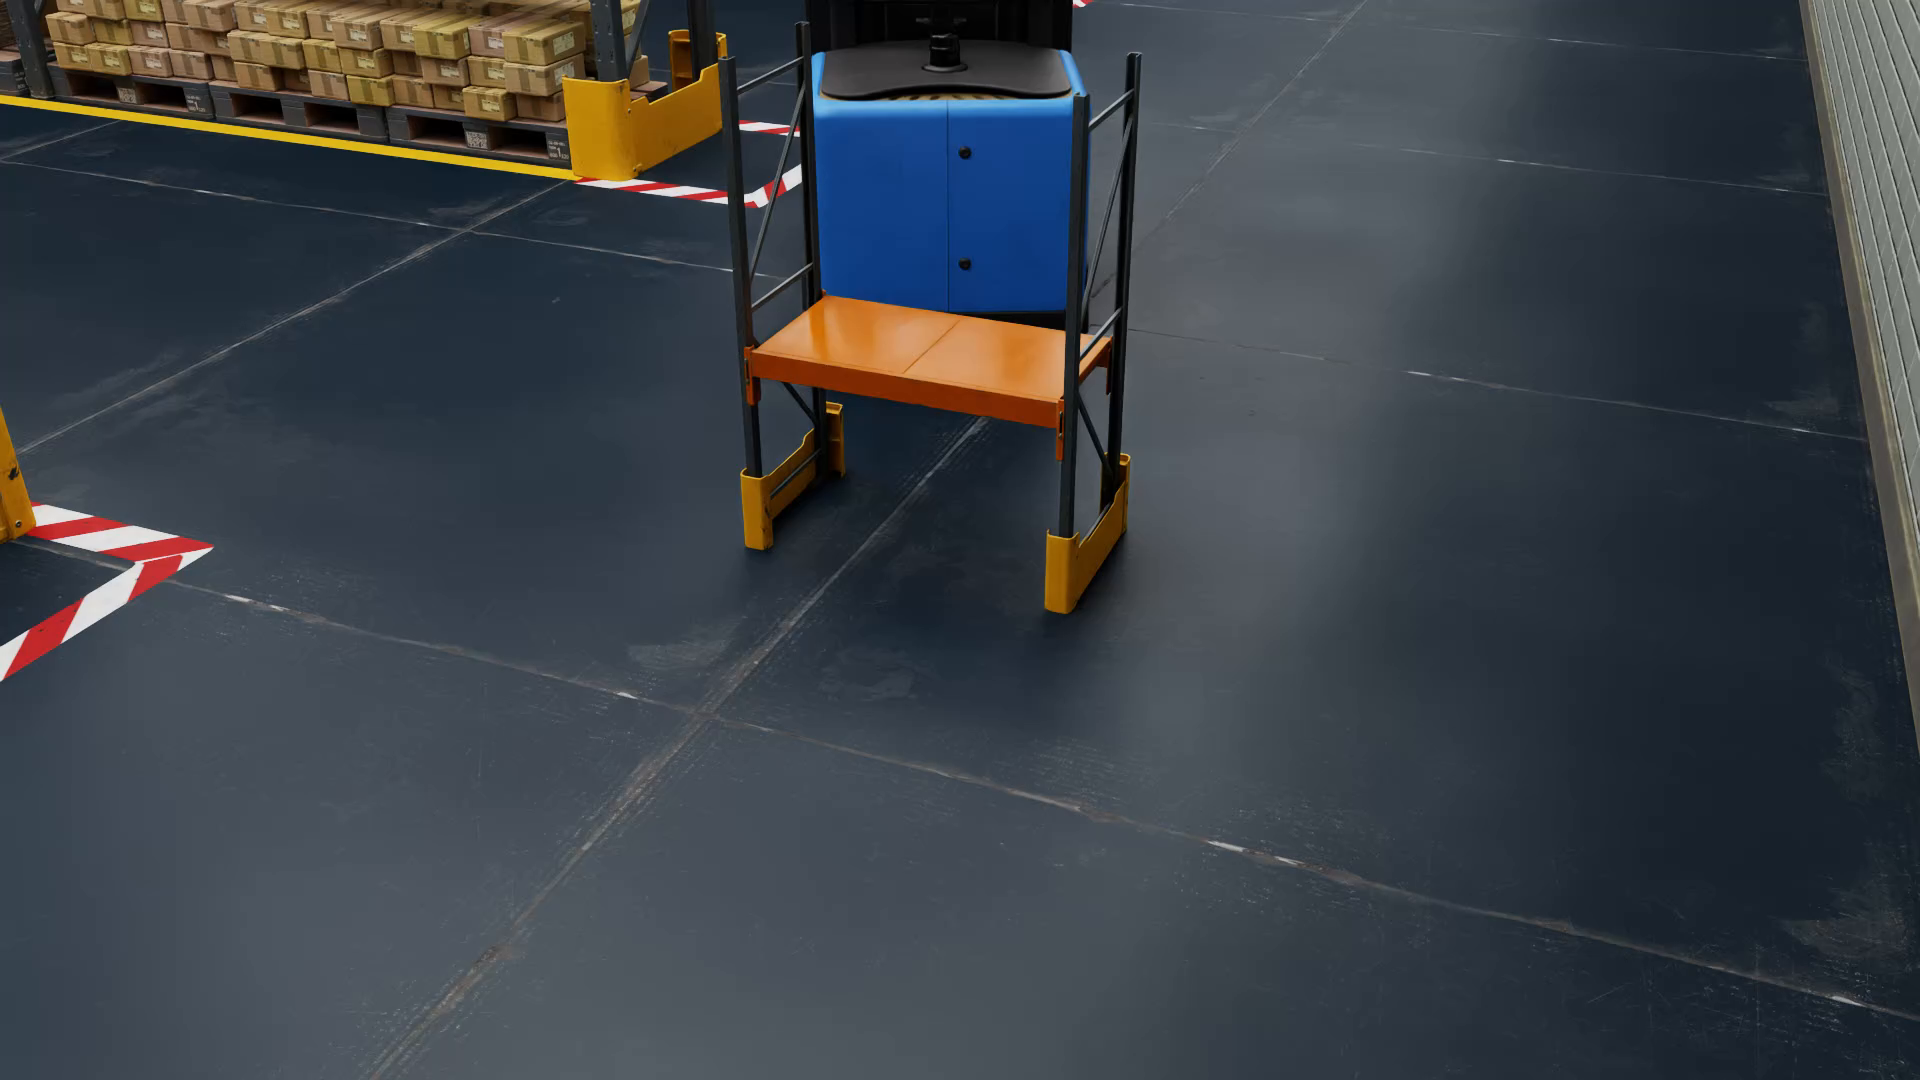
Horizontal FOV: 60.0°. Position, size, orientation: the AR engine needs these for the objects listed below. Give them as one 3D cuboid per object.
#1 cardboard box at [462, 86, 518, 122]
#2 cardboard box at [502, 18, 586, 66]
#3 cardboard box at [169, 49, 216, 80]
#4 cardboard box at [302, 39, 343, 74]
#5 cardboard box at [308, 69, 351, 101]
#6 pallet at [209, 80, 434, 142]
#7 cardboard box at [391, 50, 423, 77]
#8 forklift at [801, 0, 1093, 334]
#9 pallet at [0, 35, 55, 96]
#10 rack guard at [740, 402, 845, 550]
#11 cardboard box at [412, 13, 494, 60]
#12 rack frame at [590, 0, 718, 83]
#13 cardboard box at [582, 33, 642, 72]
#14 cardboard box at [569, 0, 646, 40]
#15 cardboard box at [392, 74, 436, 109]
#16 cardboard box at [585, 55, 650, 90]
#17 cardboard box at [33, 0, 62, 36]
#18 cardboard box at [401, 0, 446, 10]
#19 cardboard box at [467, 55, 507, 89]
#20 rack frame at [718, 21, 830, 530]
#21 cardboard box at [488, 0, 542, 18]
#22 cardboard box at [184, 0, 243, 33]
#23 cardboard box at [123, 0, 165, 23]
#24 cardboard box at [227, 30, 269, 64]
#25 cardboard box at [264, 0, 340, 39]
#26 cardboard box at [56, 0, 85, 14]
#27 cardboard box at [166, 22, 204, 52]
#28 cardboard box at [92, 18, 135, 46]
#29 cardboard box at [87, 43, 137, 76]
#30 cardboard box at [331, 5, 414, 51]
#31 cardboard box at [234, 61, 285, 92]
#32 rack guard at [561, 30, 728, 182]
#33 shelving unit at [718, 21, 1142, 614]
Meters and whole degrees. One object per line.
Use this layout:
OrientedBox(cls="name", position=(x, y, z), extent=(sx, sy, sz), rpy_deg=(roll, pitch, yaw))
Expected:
OrientedBox(cls="cardboard box", position=(-2.418, -2.354, 8.838), extent=(0.250, 0.149, 0.380), rpy_deg=(12, 32, 21))
OrientedBox(cls="cardboard box", position=(-2.161, -2.592, 8.653), extent=(0.250, 0.149, 0.380), rpy_deg=(12, 32, 20))
OrientedBox(cls="cardboard box", position=(-4.314, -2.781, 9.593), extent=(0.250, 0.149, 0.380), rpy_deg=(11, 31, 18))
OrientedBox(cls="cardboard box", position=(-3.369, -2.689, 9.127), extent=(0.250, 0.149, 0.380), rpy_deg=(13, 32, 22))
OrientedBox(cls="cardboard box", position=(-3.369, -2.561, 9.202), extent=(0.250, 0.149, 0.380), rpy_deg=(12, 32, 20))
OrientedBox(cls="pallet", position=(-3.511, -2.602, 9.639), extent=(1.213, 0.211, 1.003), rpy_deg=(11, 31, 19))
OrientedBox(cls="cardboard box", position=(-2.864, -2.640, 9.040), extent=(0.250, 0.149, 0.380), rpy_deg=(11, 31, 19))
OrientedBox(cls="forklift", position=(-0.094, -2.578, 6.832), extent=(1.130, 2.935, 3.031), rpy_deg=(-1, 29, -2))
OrientedBox(cls="pallet", position=(-6.003, -3.078, 10.482), extent=(1.213, 0.211, 1.003), rpy_deg=(11, 31, 19))
OrientedBox(cls="rack guard", position=(-0.532, -0.215, 5.376), extent=(0.087, 0.250, 0.587), rpy_deg=(11, 31, 19))
OrientedBox(cls="cardboard box", position=(-2.660, -2.655, 8.764), extent=(0.250, 0.149, 0.380), rpy_deg=(11, 31, 18))
OrientedBox(cls="rack frame", position=(-1.575, -3.409, 8.233), extent=(0.127, 3.000, 1.000), rpy_deg=(11, 31, 19))
OrientedBox(cls="cardboard box", position=(-1.964, -2.694, 9.136), extent=(0.250, 0.149, 0.380), rpy_deg=(13, 32, 21))
OrientedBox(cls="cardboard box", position=(-1.933, -2.862, 9.130), extent=(0.250, 0.149, 0.380), rpy_deg=(10, 31, 17))
OrientedBox(cls="cardboard box", position=(-2.864, -2.482, 9.064), extent=(0.250, 0.149, 0.380), rpy_deg=(12, 31, 20))
OrientedBox(cls="cardboard box", position=(-1.940, -2.594, 9.261), extent=(0.250, 0.149, 0.380), rpy_deg=(12, 32, 20))
OrientedBox(cls="cardboard box", position=(-5.866, -3.501, 10.510), extent=(0.500, 0.500, 0.500), rpy_deg=(13, 32, 21))
OrientedBox(cls="cardboard box", position=(-2.933, -3.026, 9.422), extent=(0.250, 0.149, 0.380), rpy_deg=(13, 32, 21))
OrientedBox(cls="cardboard box", position=(-2.393, -2.521, 8.829), extent=(0.250, 0.149, 0.380), rpy_deg=(11, 31, 18))
OrientedBox(cls="rack frame", position=(-0.550, -0.763, 5.075), extent=(0.032, 1.500, 0.500), rpy_deg=(11, 31, 19))
OrientedBox(cls="cardboard box", position=(-2.419, -2.963, 9.309), extent=(0.250, 0.149, 0.380), rpy_deg=(11, 31, 19))
OrientedBox(cls="cardboard box", position=(-4.099, -2.967, 9.317), extent=(0.250, 0.149, 0.380), rpy_deg=(12, 32, 20))
OrientedBox(cls="cardboard box", position=(-4.554, -3.089, 9.533), extent=(0.250, 0.149, 0.380), rpy_deg=(11, 31, 18))
OrientedBox(cls="cardboard box", position=(-3.853, -2.784, 9.296), extent=(0.250, 0.149, 0.380), rpy_deg=(11, 31, 19))
OrientedBox(cls="cardboard box", position=(-3.602, -2.891, 9.182), extent=(0.250, 0.149, 0.380), rpy_deg=(11, 31, 19))
OrientedBox(cls="cardboard box", position=(-5.040, -3.192, 9.714), extent=(0.250, 0.149, 0.380), rpy_deg=(13, 32, 21))
OrientedBox(cls="cardboard box", position=(-4.309, -2.921, 9.538), extent=(0.250, 0.149, 0.380), rpy_deg=(10, 31, 17))
OrientedBox(cls="cardboard box", position=(-4.798, -3.001, 9.680), extent=(0.250, 0.149, 0.380), rpy_deg=(12, 31, 19))
OrientedBox(cls="cardboard box", position=(-4.818, -2.828, 9.675), extent=(0.250, 0.149, 0.380), rpy_deg=(12, 32, 21))
OrientedBox(cls="cardboard box", position=(-3.146, -2.756, 8.943), extent=(0.250, 0.149, 0.380), rpy_deg=(12, 32, 21))
OrientedBox(cls="cardboard box", position=(-3.847, -2.655, 9.370), extent=(0.250, 0.149, 0.380), rpy_deg=(10, 31, 18))
OrientedBox(cls="rack guard", position=(-1.645, -2.335, 8.873), extent=(0.348, 0.500, 1.175), rpy_deg=(11, 31, 19))
OrientedBox(cls="shelving unit", position=(-0.071, -0.667, 4.906), extent=(1.083, 1.500, 0.587), rpy_deg=(11, 31, 19))
